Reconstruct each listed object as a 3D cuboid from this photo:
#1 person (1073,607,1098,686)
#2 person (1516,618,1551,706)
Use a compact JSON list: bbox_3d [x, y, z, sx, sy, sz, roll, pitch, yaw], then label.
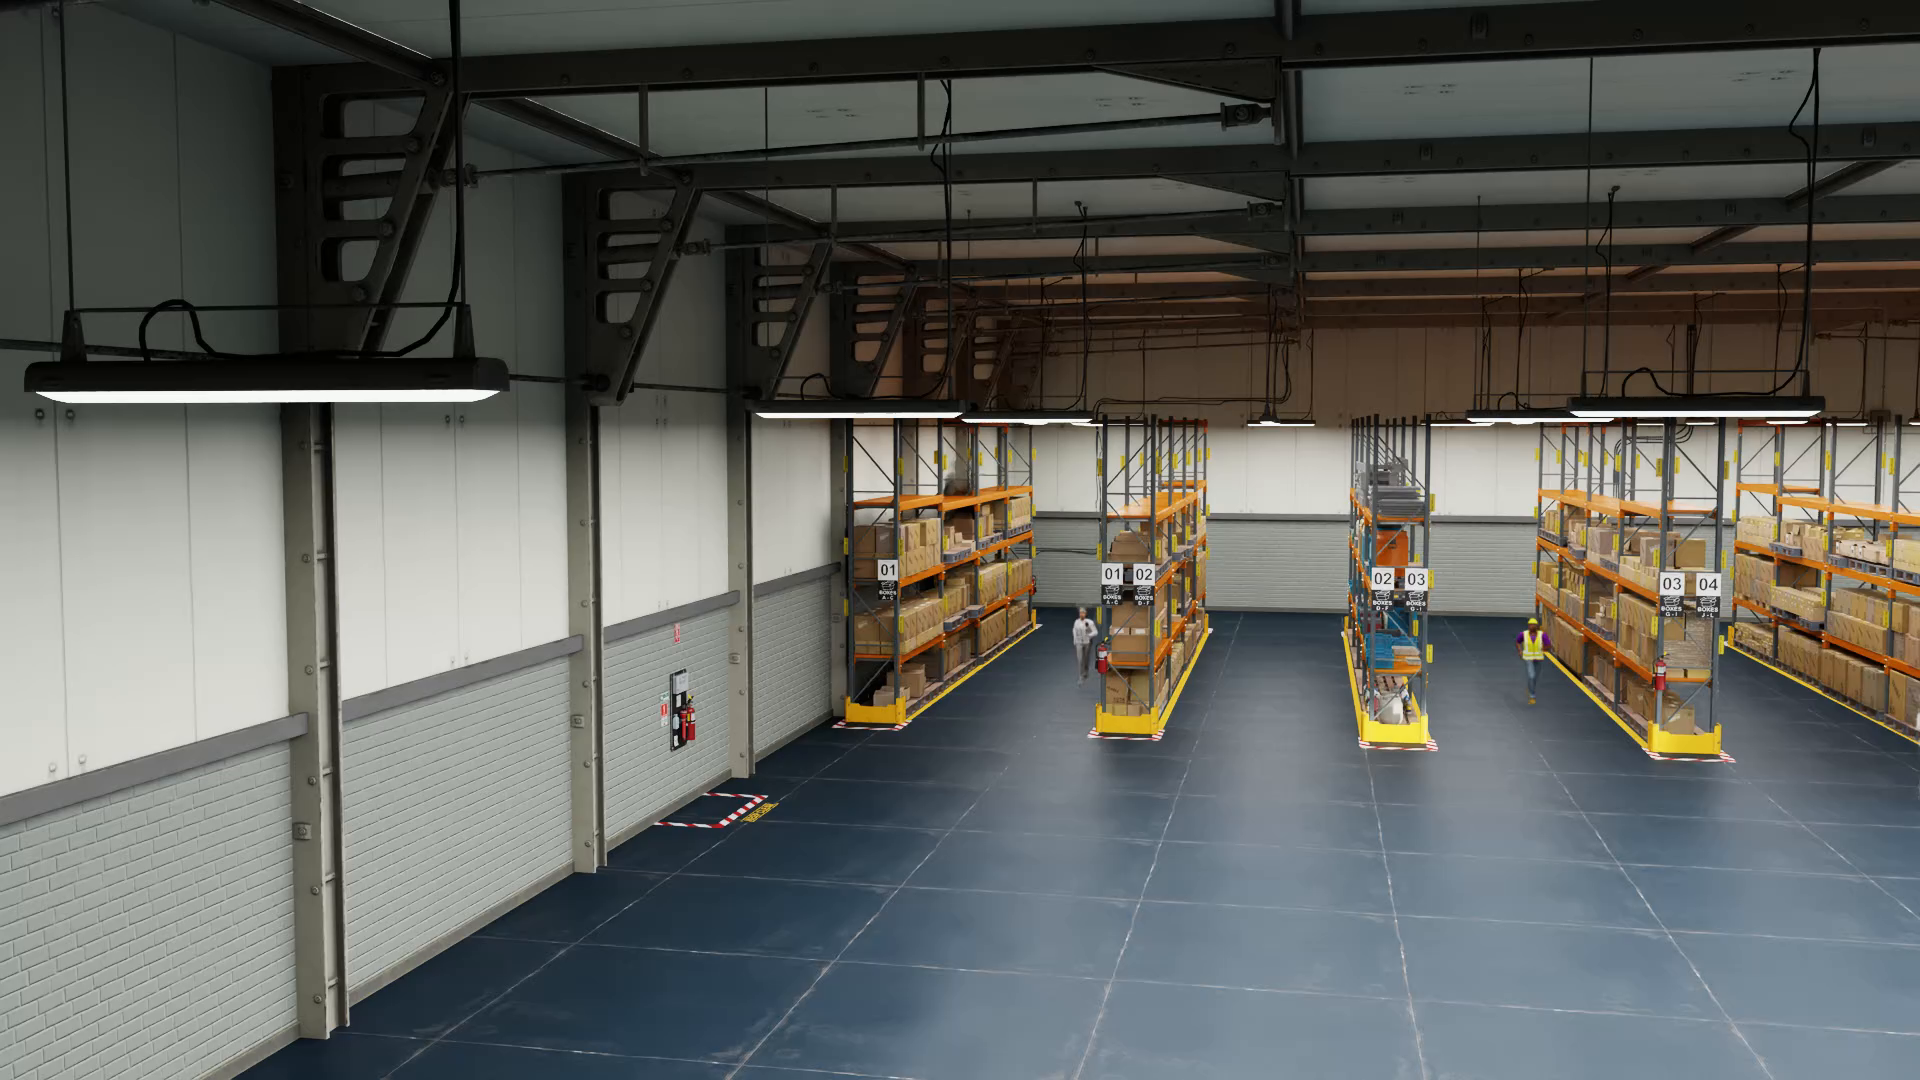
[{"bbox_3d":[2.756,2.320,36.804,0.603,1.711,0.860,1,4,15],"label":"person"},{"bbox_3d":[12.010,2.520,34.807,0.682,1.780,0.915,1,4,9],"label":"person"}]
